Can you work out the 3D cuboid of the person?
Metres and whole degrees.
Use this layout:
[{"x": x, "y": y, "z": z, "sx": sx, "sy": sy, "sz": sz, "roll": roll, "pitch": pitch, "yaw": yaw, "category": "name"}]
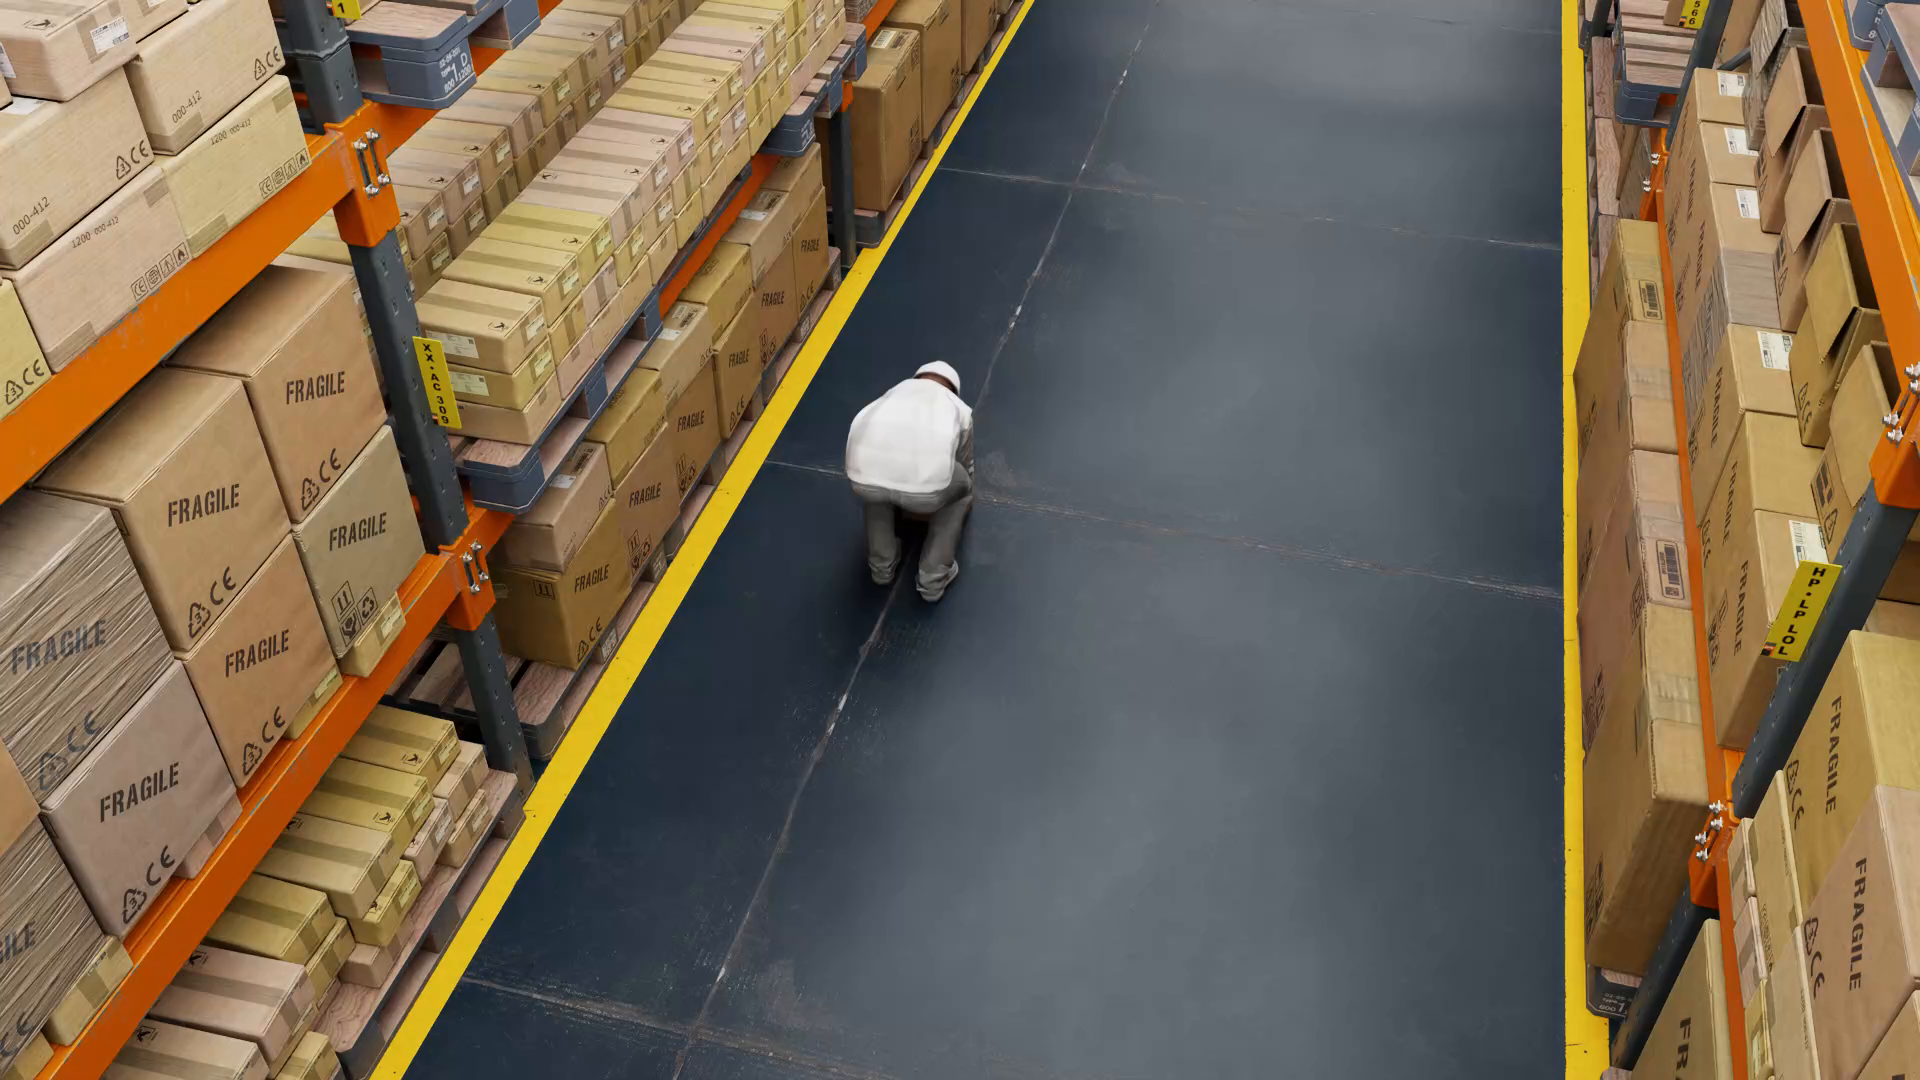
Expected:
[{"x": -0.232, "y": -0.534, "z": 6.765, "sx": 0.494, "sy": 1.762, "sz": 0.565, "roll": 10, "pitch": 42, "yaw": 12, "category": "person"}]
